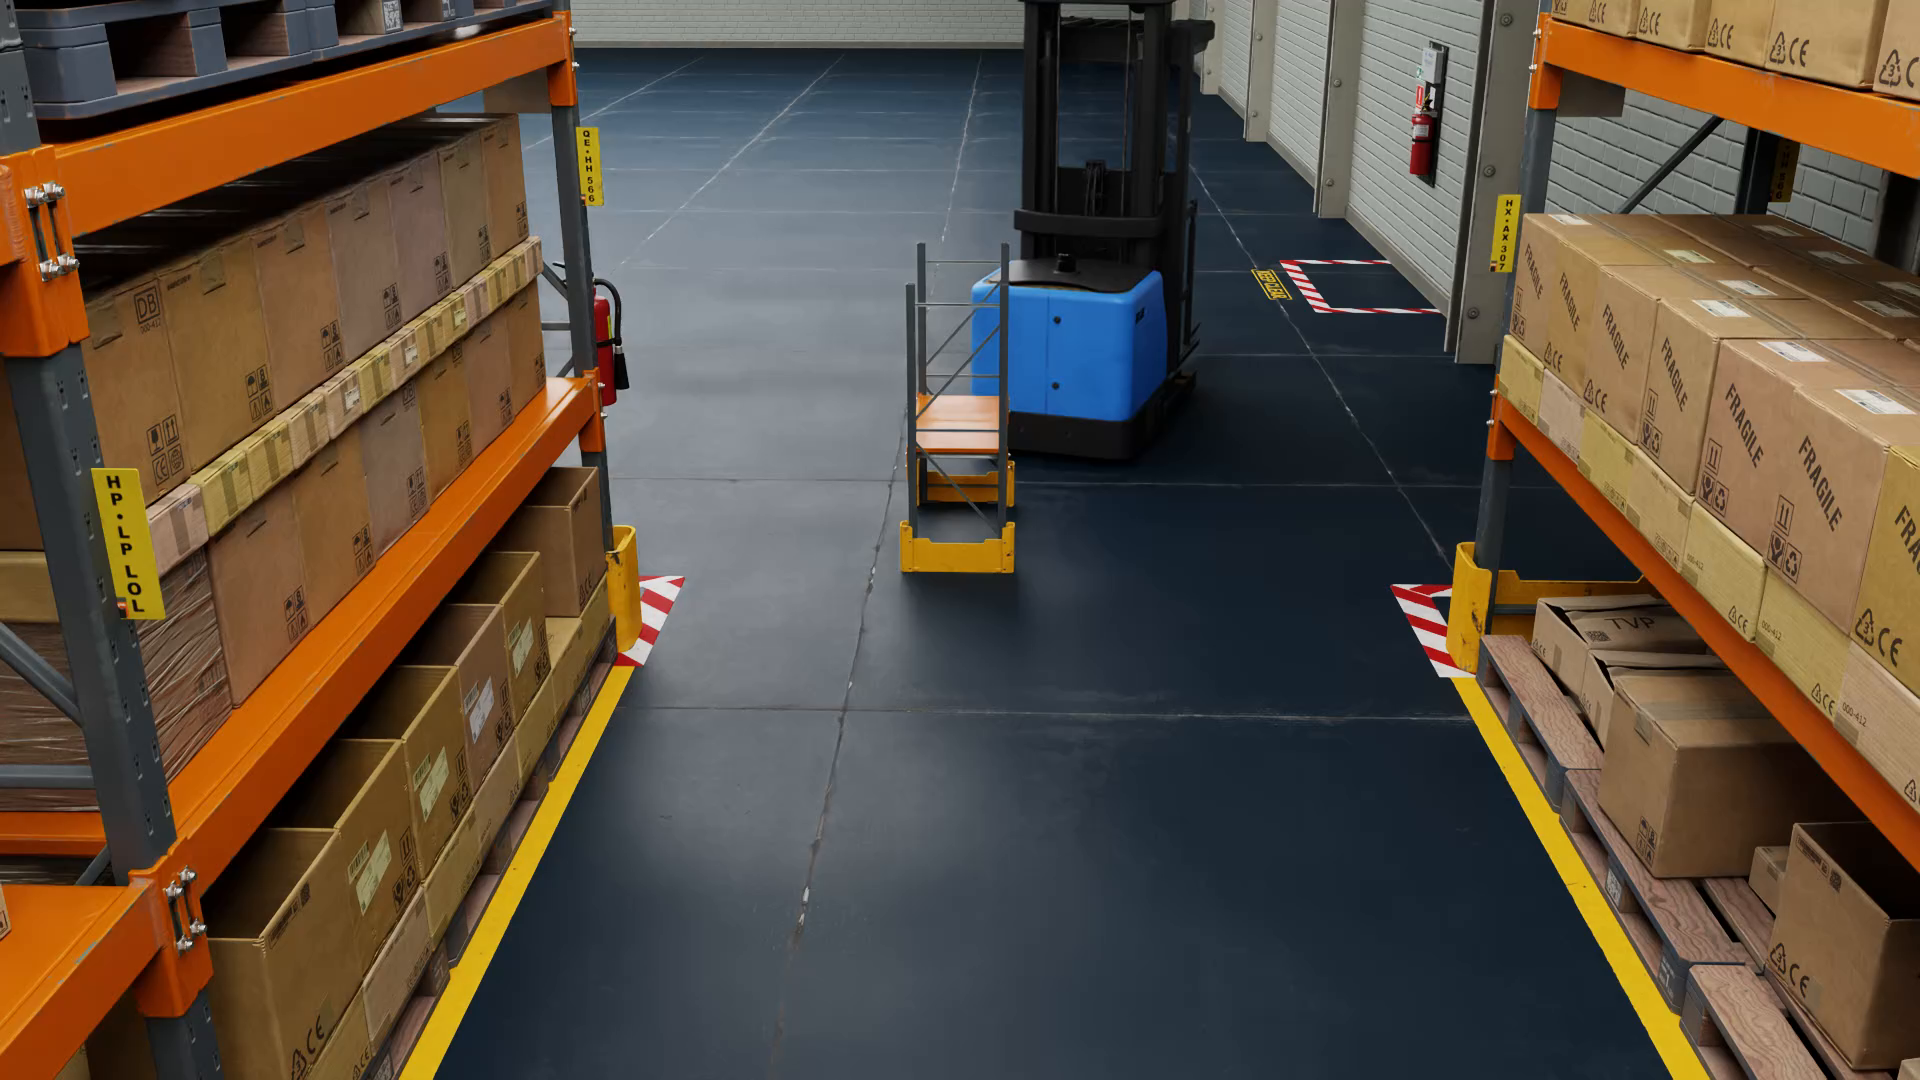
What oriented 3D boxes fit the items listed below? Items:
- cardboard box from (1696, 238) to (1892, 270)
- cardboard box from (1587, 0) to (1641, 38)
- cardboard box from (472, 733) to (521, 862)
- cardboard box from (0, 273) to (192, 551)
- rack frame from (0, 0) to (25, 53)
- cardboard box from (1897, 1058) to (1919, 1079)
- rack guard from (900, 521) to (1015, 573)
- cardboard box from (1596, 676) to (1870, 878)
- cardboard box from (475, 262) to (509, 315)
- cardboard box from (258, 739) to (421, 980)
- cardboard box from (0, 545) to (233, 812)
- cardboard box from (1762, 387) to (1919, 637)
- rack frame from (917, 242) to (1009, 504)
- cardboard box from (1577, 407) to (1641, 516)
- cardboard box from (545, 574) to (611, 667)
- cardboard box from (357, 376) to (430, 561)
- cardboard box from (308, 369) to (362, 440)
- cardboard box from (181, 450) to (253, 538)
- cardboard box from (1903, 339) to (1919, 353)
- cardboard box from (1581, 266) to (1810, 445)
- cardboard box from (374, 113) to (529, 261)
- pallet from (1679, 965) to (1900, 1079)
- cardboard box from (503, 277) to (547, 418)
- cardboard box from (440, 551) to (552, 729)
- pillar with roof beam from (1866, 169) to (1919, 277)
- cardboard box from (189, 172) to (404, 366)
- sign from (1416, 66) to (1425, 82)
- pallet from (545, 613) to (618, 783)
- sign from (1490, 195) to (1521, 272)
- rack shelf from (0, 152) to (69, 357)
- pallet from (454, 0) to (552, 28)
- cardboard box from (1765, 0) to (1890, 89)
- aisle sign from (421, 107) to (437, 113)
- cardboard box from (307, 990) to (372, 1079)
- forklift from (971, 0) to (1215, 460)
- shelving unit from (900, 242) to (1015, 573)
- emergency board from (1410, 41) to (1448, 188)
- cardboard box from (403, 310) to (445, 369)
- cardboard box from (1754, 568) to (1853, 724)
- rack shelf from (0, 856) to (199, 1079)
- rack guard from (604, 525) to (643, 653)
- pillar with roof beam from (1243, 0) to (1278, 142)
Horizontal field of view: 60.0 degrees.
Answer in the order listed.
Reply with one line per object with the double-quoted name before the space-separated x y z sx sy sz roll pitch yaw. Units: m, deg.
"cardboard box" 3.019 -0.817 6.130 0.500 0.500 0.500 1 21 2
"cardboard box" 2.534 -2.025 5.788 0.500 0.500 0.500 2 21 5
"cardboard box" -1.860 0.890 5.808 0.500 0.250 0.500 1 21 2
"cardboard box" -2.220 -0.301 3.727 0.700 0.500 0.500 1 21 2
"rack frame" -2.227 -2.286 2.480 1.000 3.000 0.127 1 21 2
"cardboard box" 2.711 1.486 4.361 0.380 0.166 0.250 -2 21 -5
"rack guard" -0.013 0.036 8.591 0.587 0.250 0.087 1 21 2
"cardboard box" 2.645 0.798 5.673 0.700 0.500 0.500 -1 21 -2
"cardboard box" -1.941 -0.957 6.314 0.380 0.149 0.250 0 21 1
"cardboard box" -1.893 0.902 4.741 0.500 0.500 0.500 1 21 2
"cardboard box" -2.220 0.304 3.961 0.700 0.500 0.500 0 21 0
"cardboard box" 2.439 -0.080 4.231 0.500 0.500 0.500 1 21 1
"rack frame" 0.018 -0.914 9.311 0.500 1.500 0.032 1 21 2
"cardboard box" 2.491 -0.277 5.775 0.500 0.250 0.500 0 21 1
"cardboard box" -1.827 0.348 7.206 0.500 0.250 0.500 1 21 2
"cardboard box" -2.177 -0.254 5.398 0.700 0.500 0.500 1 21 3
"cardboard box" -1.990 -0.399 4.876 0.380 0.149 0.250 0 21 0
"cardboard box" -2.012 -0.117 4.150 0.380 0.149 0.250 0 21 0
"cardboard box" 2.988 -0.260 4.695 0.500 0.500 0.500 1 21 3
"cardboard box" 2.484 -0.637 5.666 0.500 0.500 0.500 0 21 0
"cardboard box" -2.134 -1.399 6.556 0.700 0.500 0.500 1 21 2
"pallet" 2.709 1.621 4.560 1.003 0.211 1.213 1 21 2
"cardboard box" -2.133 -0.813 6.840 0.700 0.500 0.500 1 21 2
"cardboard box" -1.840 0.360 6.138 0.500 0.500 0.500 1 21 2
"pillar with roof beam" -0.614 -3.464 5.516 9.100 9.000 0.400 1 21 2
"cardboard box" -2.174 -0.845 5.130 0.700 0.500 0.500 1 21 2
"sign" 4.096 -4.143 14.778 0.001 0.109 0.331 1 21 2
"pallet" -2.087 0.642 7.084 1.003 0.211 1.213 1 21 2
"sign" 2.304 -1.292 7.015 0.100 0.325 0.005 1 21 2
"rack shelf" -2.288 0.171 1.289 1.077 0.370 4.000 1 21 2
"pallet" -2.153 -2.037 6.108 1.003 0.211 1.213 1 21 2
"cardboard box" 2.500 -1.459 4.330 0.500 0.500 0.500 0 21 0
"aisle sign" -2.410 -2.174 6.893 0.394 0.787 0.004 1 21 2
"cardboard box" -1.910 1.433 4.411 0.500 0.250 0.500 1 21 2
"forklift" 1.018 -2.354 11.044 1.130 2.935 3.031 7 22 18
"shelving unit" 0.002 -0.727 8.829 0.587 1.500 1.083 1 21 2
"emergency board" 3.985 -3.682 14.372 0.194 1.169 0.643 1 21 2
"cardboard box" -1.965 -0.676 5.590 0.380 0.149 0.250 1 21 3
"cardboard box" 2.459 0.270 4.366 0.500 0.250 0.500 1 21 2
"rack shelf" -2.288 1.569 1.832 1.077 0.370 4.000 1 21 2
"rack guard" -2.105 0.221 7.768 1.175 0.500 0.348 1 21 2
"pillar with roof beam" -0.066 -9.972 22.289 9.100 9.000 0.400 1 21 2
